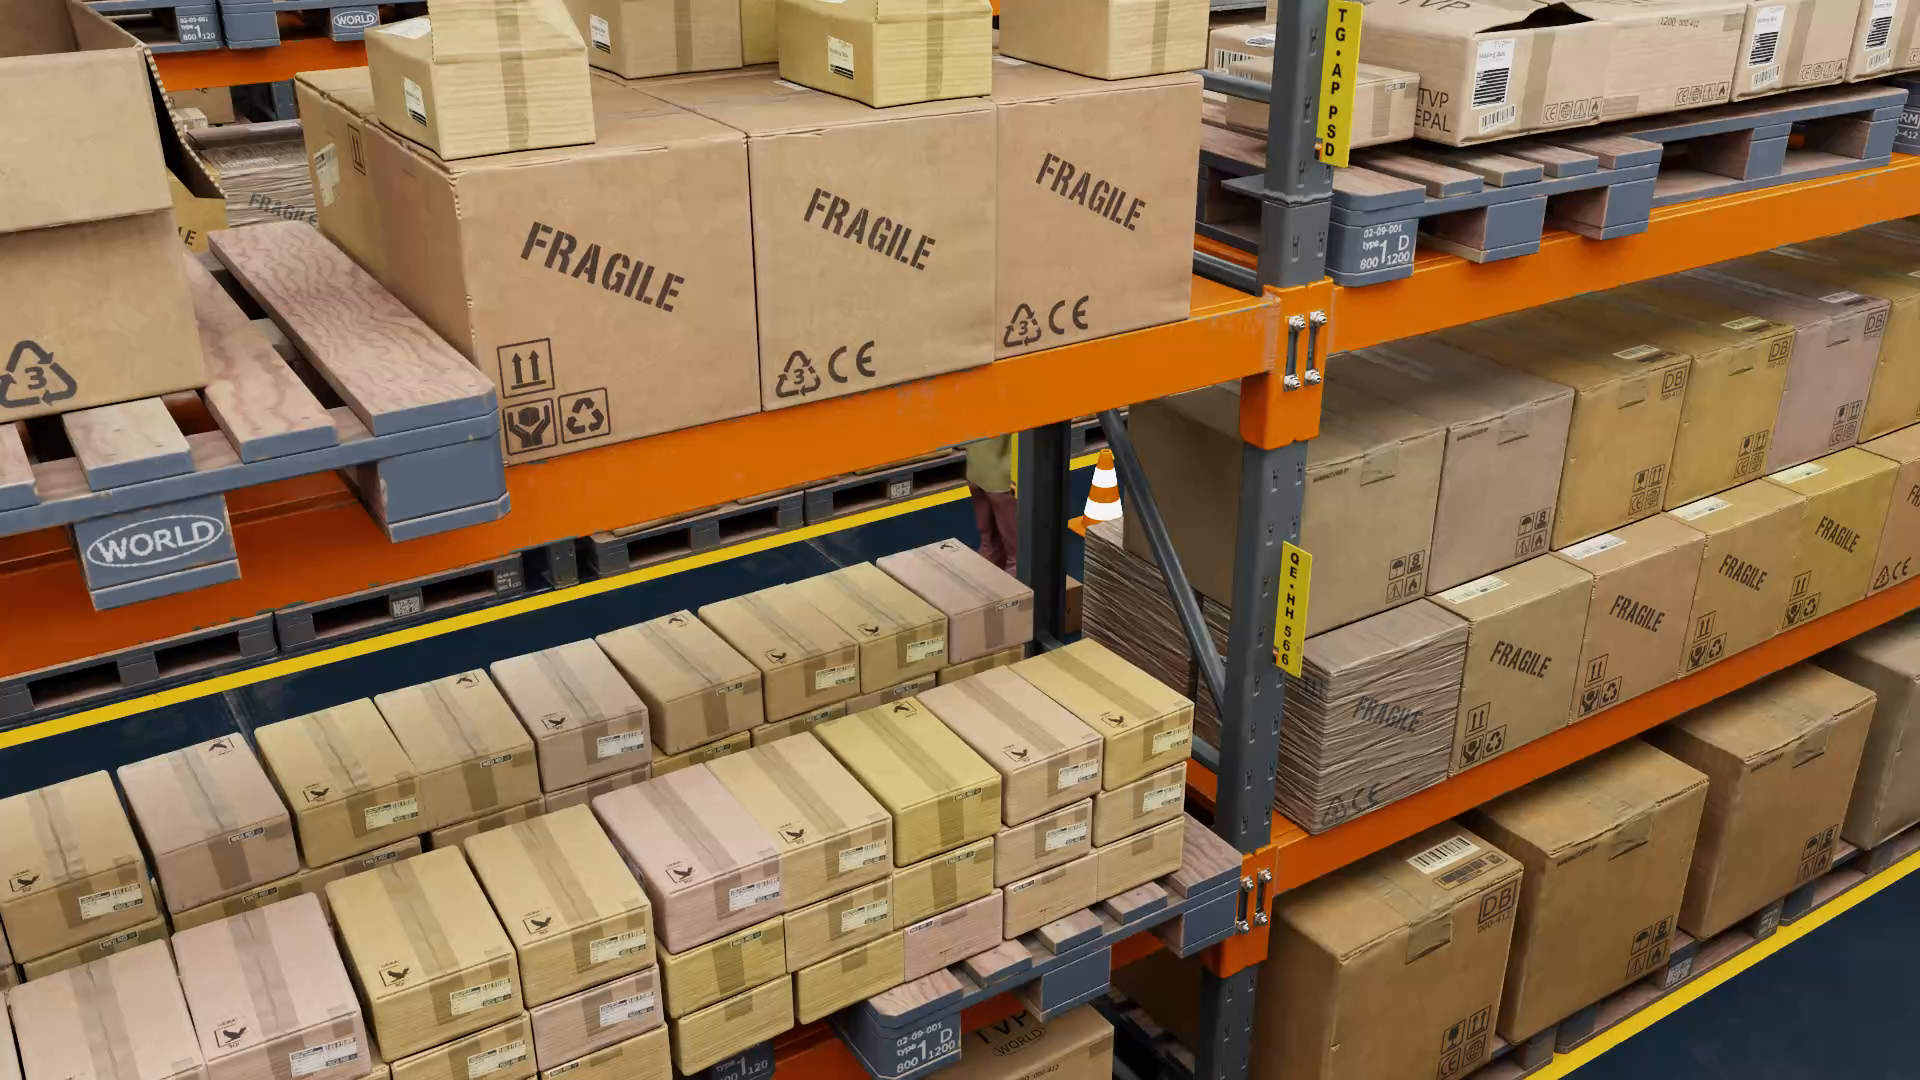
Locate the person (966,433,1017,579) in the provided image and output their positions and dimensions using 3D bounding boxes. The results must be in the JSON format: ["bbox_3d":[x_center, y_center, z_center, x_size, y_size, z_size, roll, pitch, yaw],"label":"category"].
[{"bbox_3d":[0.220,-0.266,7.690,0.355,1.659,0.499,-15,29,-30],"label":"person"}]
